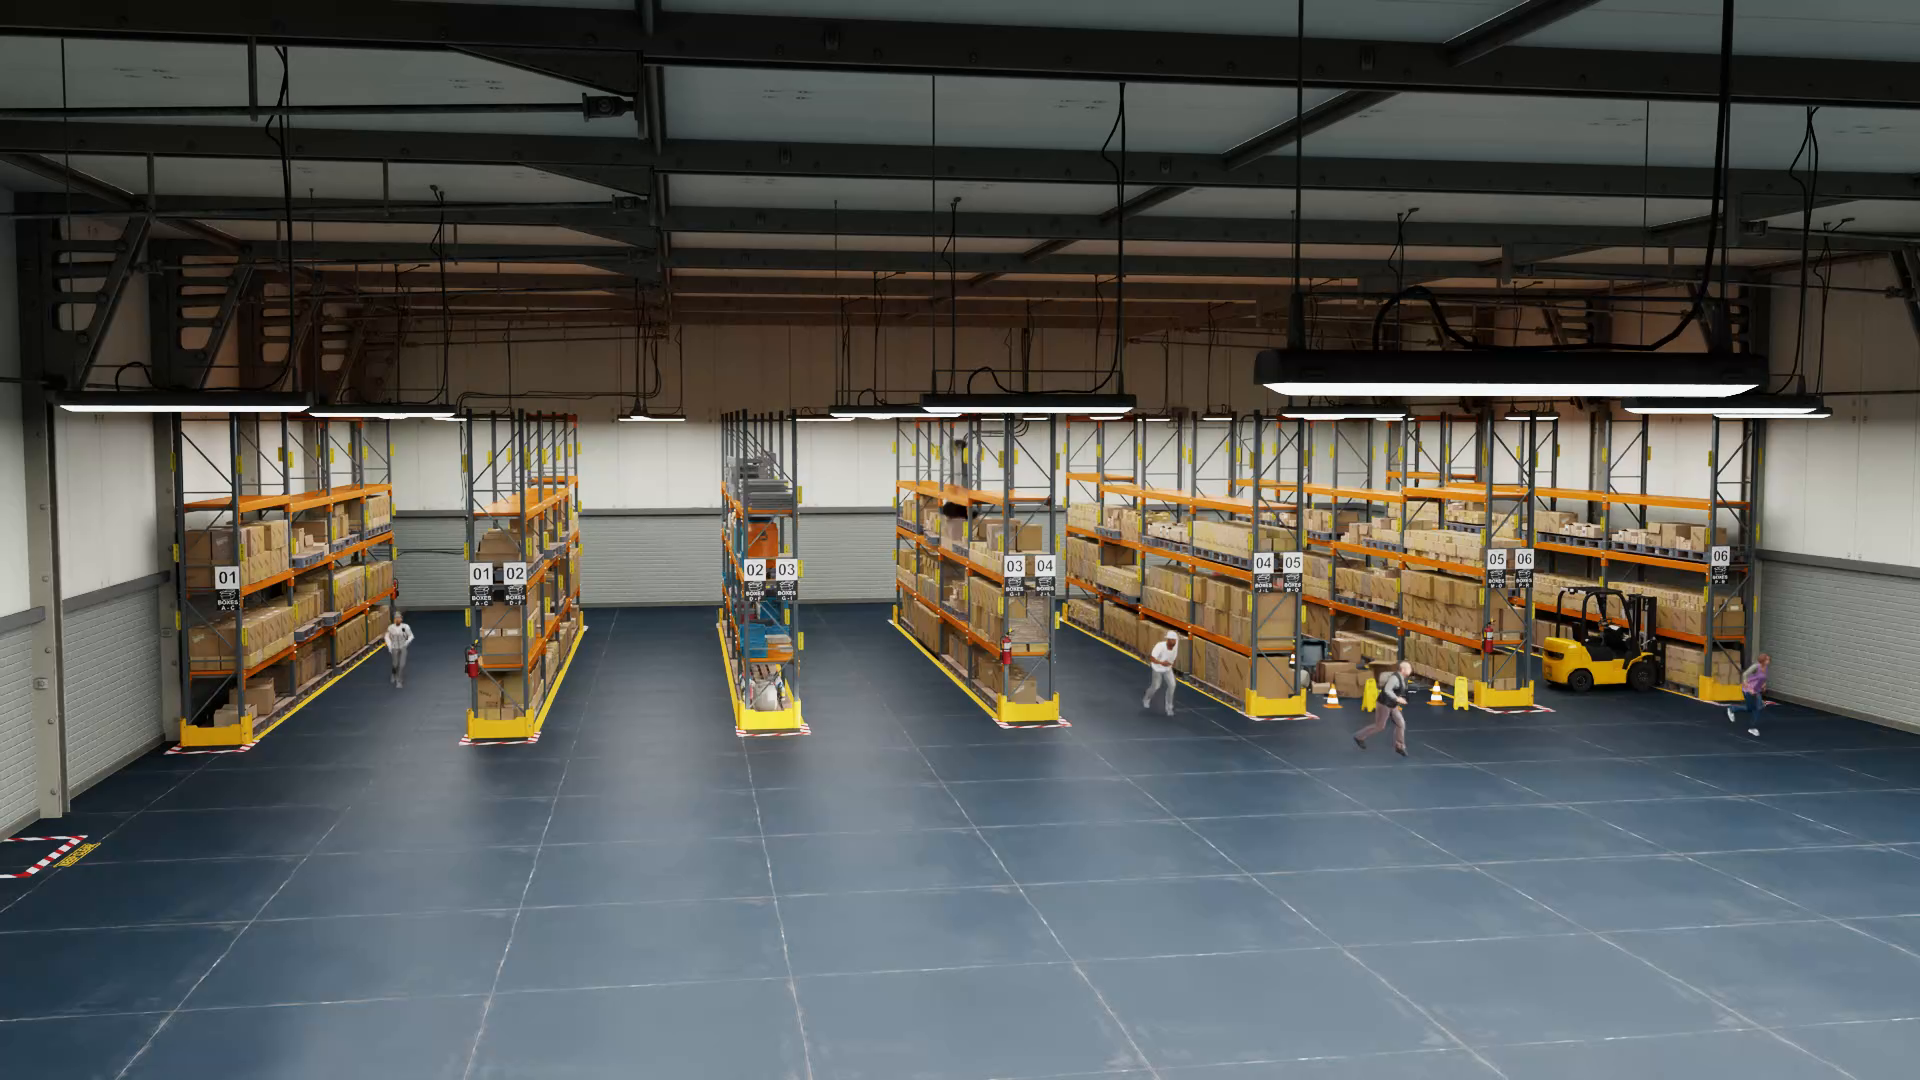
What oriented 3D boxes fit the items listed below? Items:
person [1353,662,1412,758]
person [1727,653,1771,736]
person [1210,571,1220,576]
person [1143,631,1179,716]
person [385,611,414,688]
[{"bbox_3d":[7.322,2.913,28.776,1.009,1.682,0.695,2,4,28],"label":"person"},{"bbox_3d":[14.637,2.828,30.862,0.539,1.545,0.810,-3,5,-33],"label":"person"},{"bbox_3d":[6.872,1.742,44.434,0.616,1.849,0.792,-2,4,-27],"label":"person"},{"bbox_3d":[3.983,2.618,32.930,0.747,1.717,1.045,-2,5,-32],"label":"person"},{"bbox_3d":[-12.182,2.378,36.140,0.597,1.668,0.566,-1,4,-16],"label":"person"}]
